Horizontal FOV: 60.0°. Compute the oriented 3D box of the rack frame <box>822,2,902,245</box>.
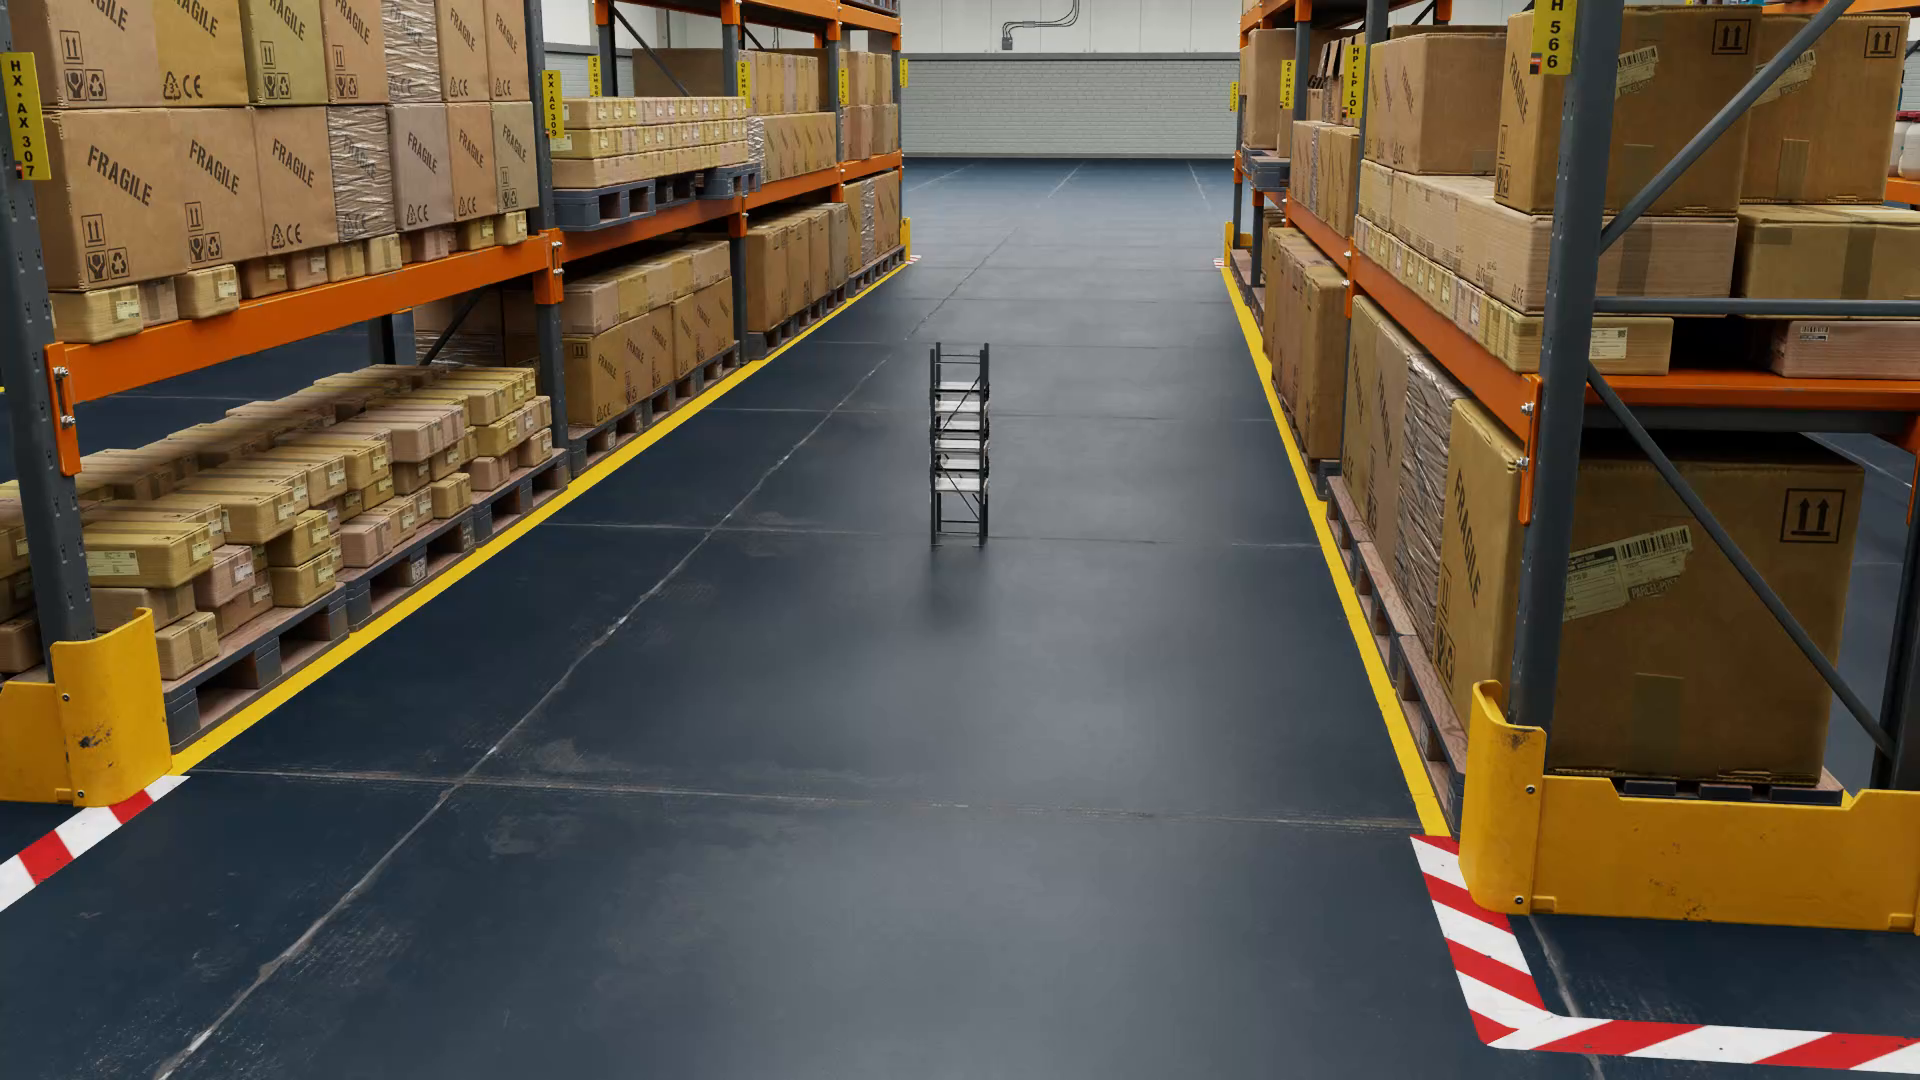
[{"bbox_3d":[-1.203,-4.865,19.906,1.000,3.000,0.127,2,15,6],"label":"rack frame"}]

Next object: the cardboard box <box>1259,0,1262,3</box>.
[{"bbox_3d":[3.054,-5.157,15.526,0.500,0.250,0.500,2,15,8],"label":"cardboard box"}]

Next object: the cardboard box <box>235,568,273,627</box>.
[{"bbox_3d":[-2.662,0.197,5.844,0.380,0.149,0.250,2,15,7],"label":"cardboard box"}]

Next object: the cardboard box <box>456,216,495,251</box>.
[{"bbox_3d":[-2.367,-1.413,7.621,0.380,0.149,0.250,2,15,8],"label":"cardboard box"}]

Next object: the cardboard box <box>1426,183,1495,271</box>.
[{"bbox_3d":[1.814,-1.011,5.372,0.500,0.250,0.500,1,15,4],"label":"cardboard box"}]

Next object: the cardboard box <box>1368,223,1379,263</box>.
[{"bbox_3d":[1.937,-1.255,7.040,0.380,0.149,0.250,2,15,8],"label":"cardboard box"}]

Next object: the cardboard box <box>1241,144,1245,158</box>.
[{"bbox_3d":[3.179,-4.118,17.626,0.380,0.149,0.250,2,15,6],"label":"cardboard box"}]

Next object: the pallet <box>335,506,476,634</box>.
[{"bbox_3d":[-2.733,0.086,6.939,1.003,0.211,1.213,2,15,6],"label":"pallet"}]

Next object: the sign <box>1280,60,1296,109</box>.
[{"bbox_3d":[2.271,-3.152,11.505,0.100,0.325,0.005,2,15,6],"label":"sign"}]

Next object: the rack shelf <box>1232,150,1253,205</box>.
[{"bbox_3d":[3.488,-3.826,17.445,1.077,0.370,4.000,2,15,6],"label":"rack shelf"}]

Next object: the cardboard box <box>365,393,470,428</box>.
[{"bbox_3d":[-2.456,-0.569,7.537,0.380,0.149,0.250,2,15,8],"label":"cardboard box"}]

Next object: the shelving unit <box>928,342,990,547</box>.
[{"bbox_3d":[-0.001,-0.432,7.537,0.258,0.900,0.210,2,15,6],"label":"shelving unit"}]

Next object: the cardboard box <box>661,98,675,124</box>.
[{"bbox_3d":[-1.911,-2.545,9.865,0.380,0.149,0.250,2,15,8],"label":"cardboard box"}]

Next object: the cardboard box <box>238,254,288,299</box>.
[{"bbox_3d":[-2.627,-0.944,5.889,0.380,0.149,0.250,2,15,6],"label":"cardboard box"}]

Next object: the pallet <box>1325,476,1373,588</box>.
[{"bbox_3d":[2.196,-0.039,7.402,1.003,0.211,1.213,2,15,6],"label":"pallet"}]

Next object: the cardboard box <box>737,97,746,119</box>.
[{"bbox_3d":[-1.706,-3.018,11.613,0.380,0.149,0.250,1,15,4],"label":"cardboard box"}]

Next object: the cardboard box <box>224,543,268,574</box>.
[{"bbox_3d":[-2.668,0.051,5.814,0.380,0.149,0.250,2,15,7],"label":"cardboard box"}]

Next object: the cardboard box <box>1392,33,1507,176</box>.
[{"bbox_3d":[1.934,-1.634,6.239,0.500,0.500,0.500,1,15,4],"label":"cardboard box"}]

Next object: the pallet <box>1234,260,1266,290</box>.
[{"bbox_3d":[3.438,-2.801,17.618,1.003,0.211,1.213,2,15,6],"label":"pallet"}]

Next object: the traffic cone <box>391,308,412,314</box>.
[{"bbox_3d":[-5.333,-2.359,15.501,0.336,0.463,0.334,2,15,6],"label":"traffic cone"}]

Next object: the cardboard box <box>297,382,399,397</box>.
[{"bbox_3d":[-2.872,-0.646,7.823,0.380,0.149,0.250,1,15,5],"label":"cardboard box"}]

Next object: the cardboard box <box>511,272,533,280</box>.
[{"bbox_3d":[-2.653,-1.444,9.804,0.500,0.250,0.500,2,15,9],"label":"cardboard box"}]

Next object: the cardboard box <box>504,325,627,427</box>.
[{"bbox_3d":[-2.210,-0.932,9.348,0.500,0.500,0.500,2,15,8],"label":"cardboard box"}]

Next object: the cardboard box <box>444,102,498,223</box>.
[{"bbox_3d":[-2.391,-1.676,7.352,0.500,0.500,0.500,1,15,5],"label":"cardboard box"}]

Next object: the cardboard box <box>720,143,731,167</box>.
[{"bbox_3d":[-1.763,-2.599,11.203,0.380,0.149,0.250,2,15,7],"label":"cardboard box"}]

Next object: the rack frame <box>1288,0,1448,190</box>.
[{"bbox_3d":[2.811,-2.618,11.596,1.000,3.000,0.127,2,15,6],"label":"rack frame"}]

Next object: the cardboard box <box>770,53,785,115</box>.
[{"bbox_3d":[-1.877,-3.834,13.987,0.700,0.500,0.500,2,15,6],"label":"cardboard box"}]

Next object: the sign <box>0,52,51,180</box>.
[{"bbox_3d":[-2.469,-1.117,4.388,0.100,0.325,0.005,2,15,6],"label":"sign"}]

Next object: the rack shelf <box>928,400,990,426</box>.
[{"bbox_3d":[-0.001,-0.574,7.499,0.258,0.077,0.200,2,15,6],"label":"rack shelf"}]

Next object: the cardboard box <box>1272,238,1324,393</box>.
[{"bbox_3d":[2.604,-1.385,10.305,1.225,0.875,0.875,2,15,6],"label":"cardboard box"}]

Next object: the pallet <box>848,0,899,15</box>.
[{"bbox_3d":[-1.277,-6.077,18.814,1.003,0.211,1.213,2,15,6],"label":"pallet"}]

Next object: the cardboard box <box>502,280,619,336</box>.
[{"bbox_3d":[-2.211,-1.294,9.250,0.500,0.250,0.500,1,15,4],"label":"cardboard box"}]

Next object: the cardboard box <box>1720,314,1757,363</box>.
[{"bbox_3d":[2.304,-0.570,4.506,0.380,0.149,0.250,1,15,5],"label":"cardboard box"}]

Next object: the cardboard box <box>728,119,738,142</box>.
[{"bbox_3d":[-1.738,-2.804,11.393,0.380,0.149,0.250,2,15,8],"label":"cardboard box"}]

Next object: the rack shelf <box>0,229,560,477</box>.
[{"bbox_3d":[-2.783,-0.886,6.572,1.077,0.370,4.000,2,15,6],"label":"rack shelf"}]

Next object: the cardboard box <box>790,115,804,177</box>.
[{"bbox_3d":[-1.617,-3.339,14.071,0.500,0.500,0.500,2,15,6],"label":"cardboard box"}]

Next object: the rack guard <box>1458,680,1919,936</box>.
[{"bbox_3d":[1.906,0.670,4.226,1.175,0.500,0.348,2,15,6],"label":"rack guard"}]

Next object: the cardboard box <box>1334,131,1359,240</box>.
[{"bbox_3d":[2.141,-1.758,8.225,0.500,0.500,0.500,2,15,6],"label":"cardboard box"}]

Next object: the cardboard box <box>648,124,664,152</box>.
[{"bbox_3d":[-1.943,-2.338,9.668,0.380,0.149,0.250,2,15,9],"label":"cardboard box"}]

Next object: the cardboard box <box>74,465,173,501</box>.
[{"bbox_3d":[-3.120,-0.173,6.073,0.380,0.149,0.250,1,15,4],"label":"cardboard box"}]

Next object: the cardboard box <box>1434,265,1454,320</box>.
[{"bbox_3d":[1.735,-0.788,5.313,0.380,0.149,0.250,1,15,5],"label":"cardboard box"}]

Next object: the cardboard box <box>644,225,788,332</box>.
[{"bbox_3d":[-1.948,-2.062,13.046,1.050,0.750,0.750,1,15,5],"label":"cardboard box"}]

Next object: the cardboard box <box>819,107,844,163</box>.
[{"bbox_3d":[-1.625,-3.996,16.405,0.875,0.550,0.550,2,15,6],"label":"cardboard box"}]

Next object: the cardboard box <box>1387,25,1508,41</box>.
[{"bbox_3d":[2.423,-2.279,8.229,0.797,0.503,0.637,1,15,5],"label":"cardboard box"}]

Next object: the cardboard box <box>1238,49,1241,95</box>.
[{"bbox_3d":[3.381,-5.232,18.589,0.500,0.500,0.500,2,15,6],"label":"cardboard box"}]

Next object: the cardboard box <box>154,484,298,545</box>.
[{"bbox_3d":[-2.545,-0.091,5.770,0.380,0.149,0.250,2,15,6],"label":"cardboard box"}]

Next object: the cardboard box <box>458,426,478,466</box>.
[{"bbox_3d":[-2.434,-0.429,7.589,0.380,0.149,0.250,2,15,7],"label":"cardboard box"}]

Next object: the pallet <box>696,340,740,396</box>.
[{"bbox_3d":[-2.196,-1.241,11.848,1.003,0.211,1.213,2,15,6],"label":"pallet"}]

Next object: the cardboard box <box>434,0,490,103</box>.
[{"bbox_3d":[-2.395,-2.163,7.237,0.500,0.500,0.500,1,15,4],"label":"cardboard box"}]

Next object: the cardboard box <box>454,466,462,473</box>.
[{"bbox_3d":[-2.492,-0.267,7.560,0.380,0.149,0.250,1,15,5],"label":"cardboard box"}]

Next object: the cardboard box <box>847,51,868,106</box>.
[{"bbox_3d":[-1.435,-4.798,17.303,0.875,0.550,0.550,2,15,6],"label":"cardboard box"}]

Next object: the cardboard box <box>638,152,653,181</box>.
[{"bbox_3d":[-1.969,-2.124,9.449,0.380,0.149,0.250,2,15,7],"label":"cardboard box"}]
